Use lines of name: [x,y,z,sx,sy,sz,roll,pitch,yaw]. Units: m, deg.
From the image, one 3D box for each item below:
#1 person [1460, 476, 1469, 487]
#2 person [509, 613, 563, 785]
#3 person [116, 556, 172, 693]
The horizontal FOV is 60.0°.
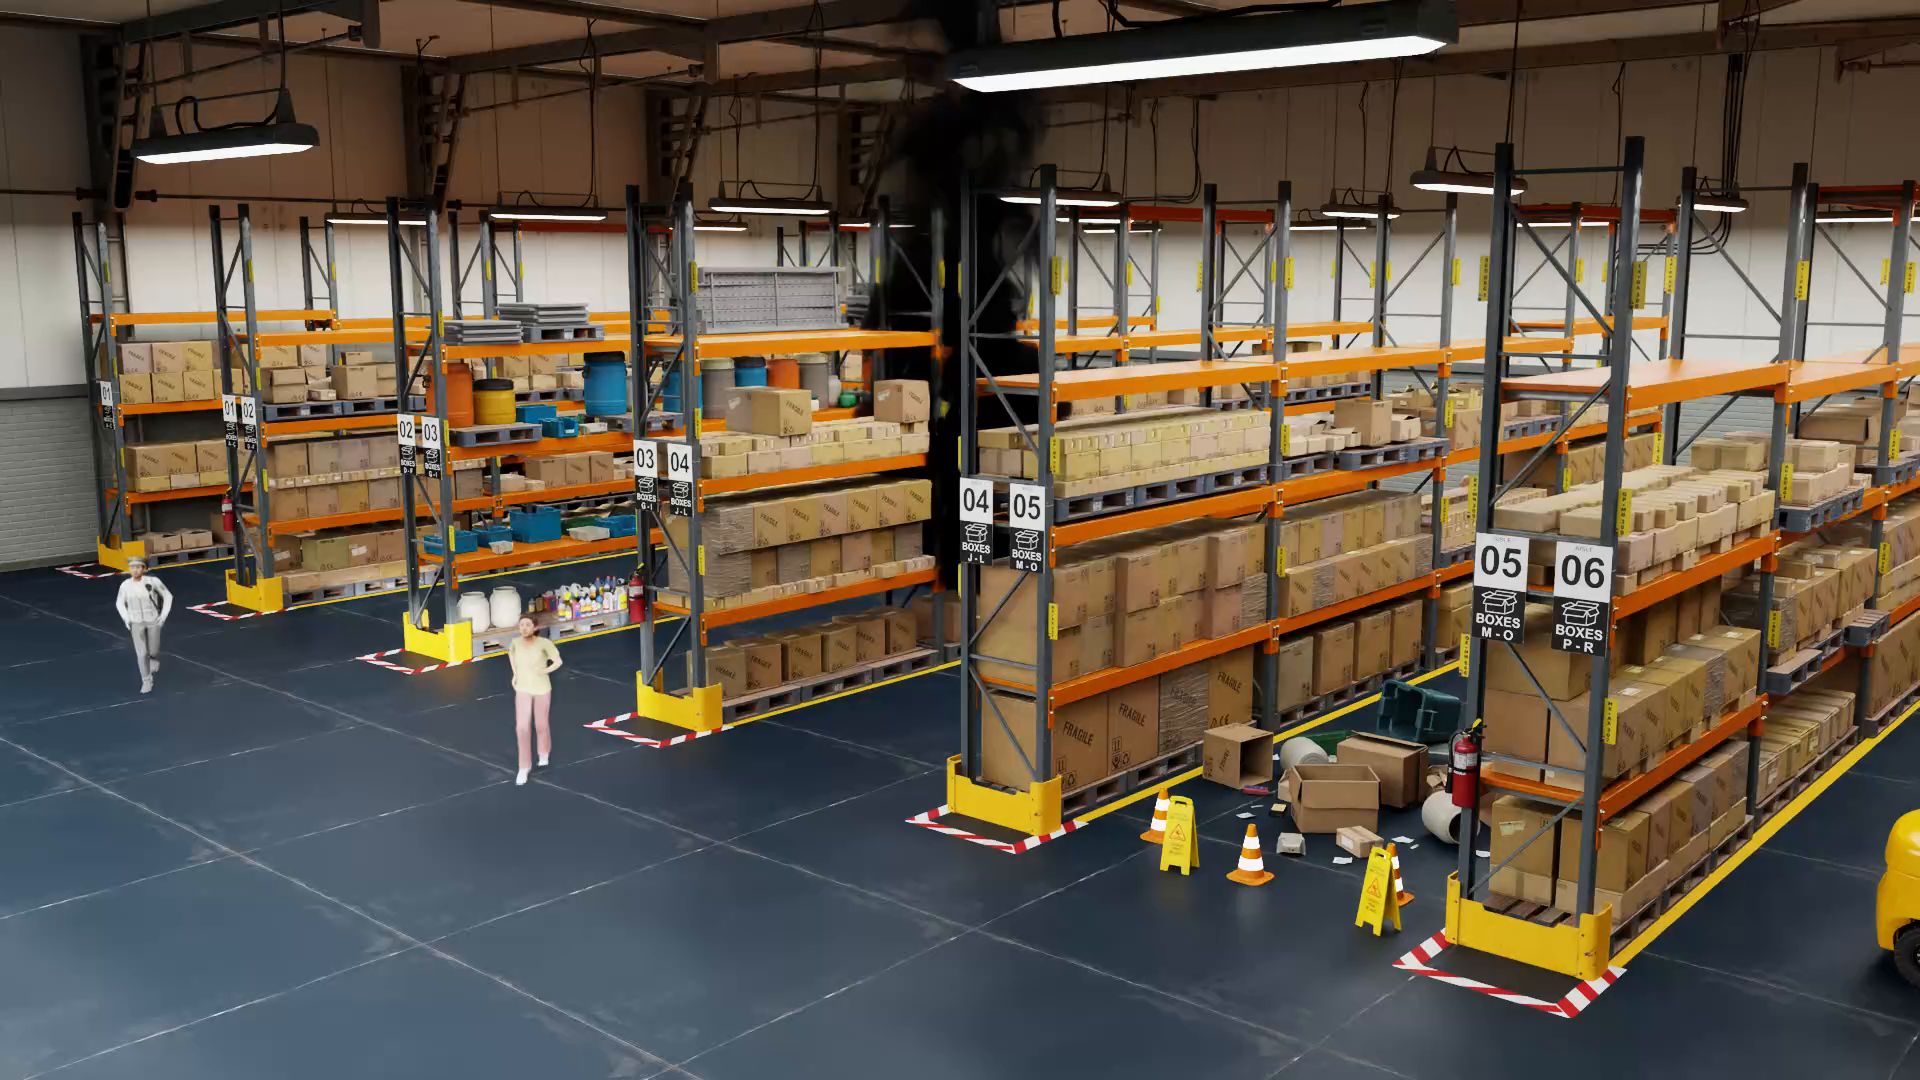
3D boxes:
person: [8.260,-0.185,27.097,0.653,1.752,0.865,9,13,44]
person: [-4.295,1.564,16.863,0.569,1.718,0.748,-1,9,-4]
person: [-9.988,0.994,20.351,0.578,1.681,0.601,-3,10,-19]
